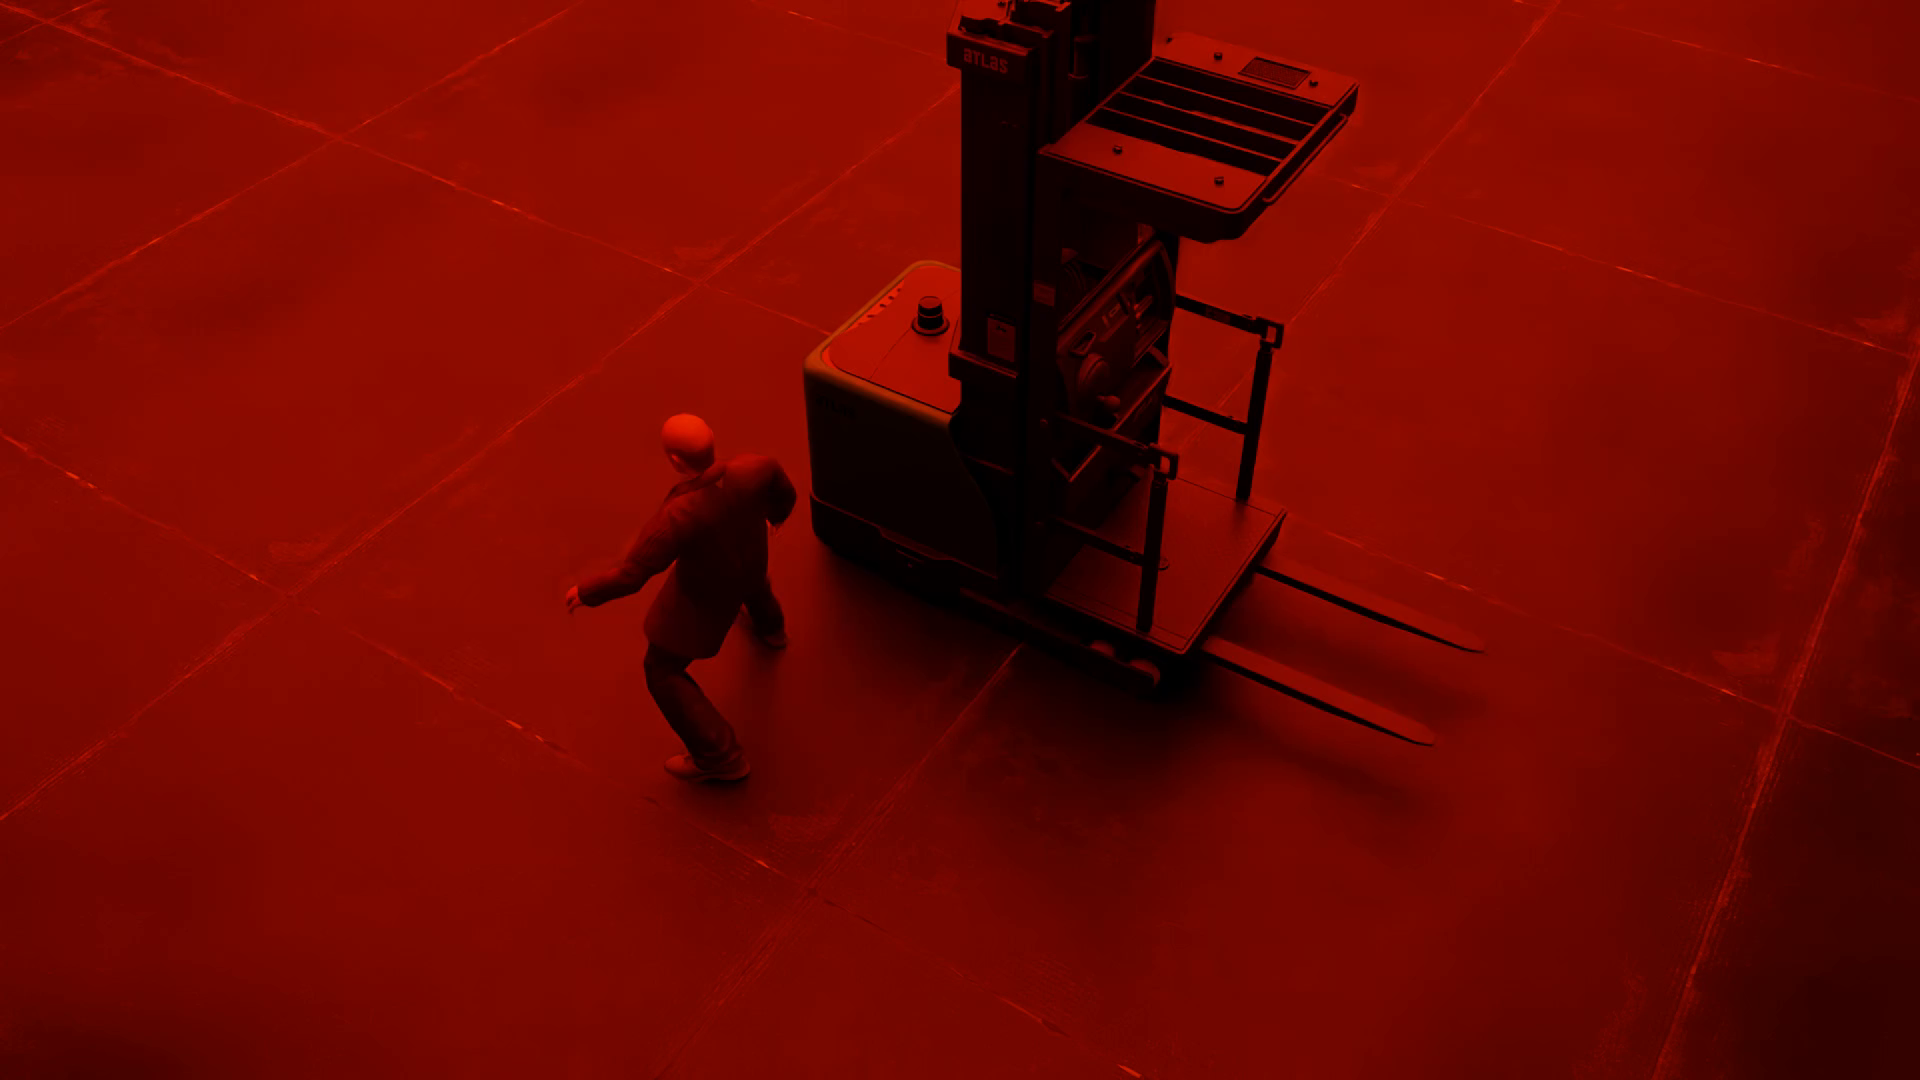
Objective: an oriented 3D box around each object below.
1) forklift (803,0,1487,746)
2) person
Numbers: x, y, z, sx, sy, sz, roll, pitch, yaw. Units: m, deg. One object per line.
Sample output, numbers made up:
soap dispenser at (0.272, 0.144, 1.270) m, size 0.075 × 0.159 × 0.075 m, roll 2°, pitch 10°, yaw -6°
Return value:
forklift at (0.816, -0.810, 6.703) m, size 3.031 × 2.935 × 1.130 m, roll 23°, pitch 48°, yaw 23°
person at (-1.039, 0.138, 6.683) m, size 1.003 × 1.640 × 0.766 m, roll -34°, pitch 53°, yaw -30°
